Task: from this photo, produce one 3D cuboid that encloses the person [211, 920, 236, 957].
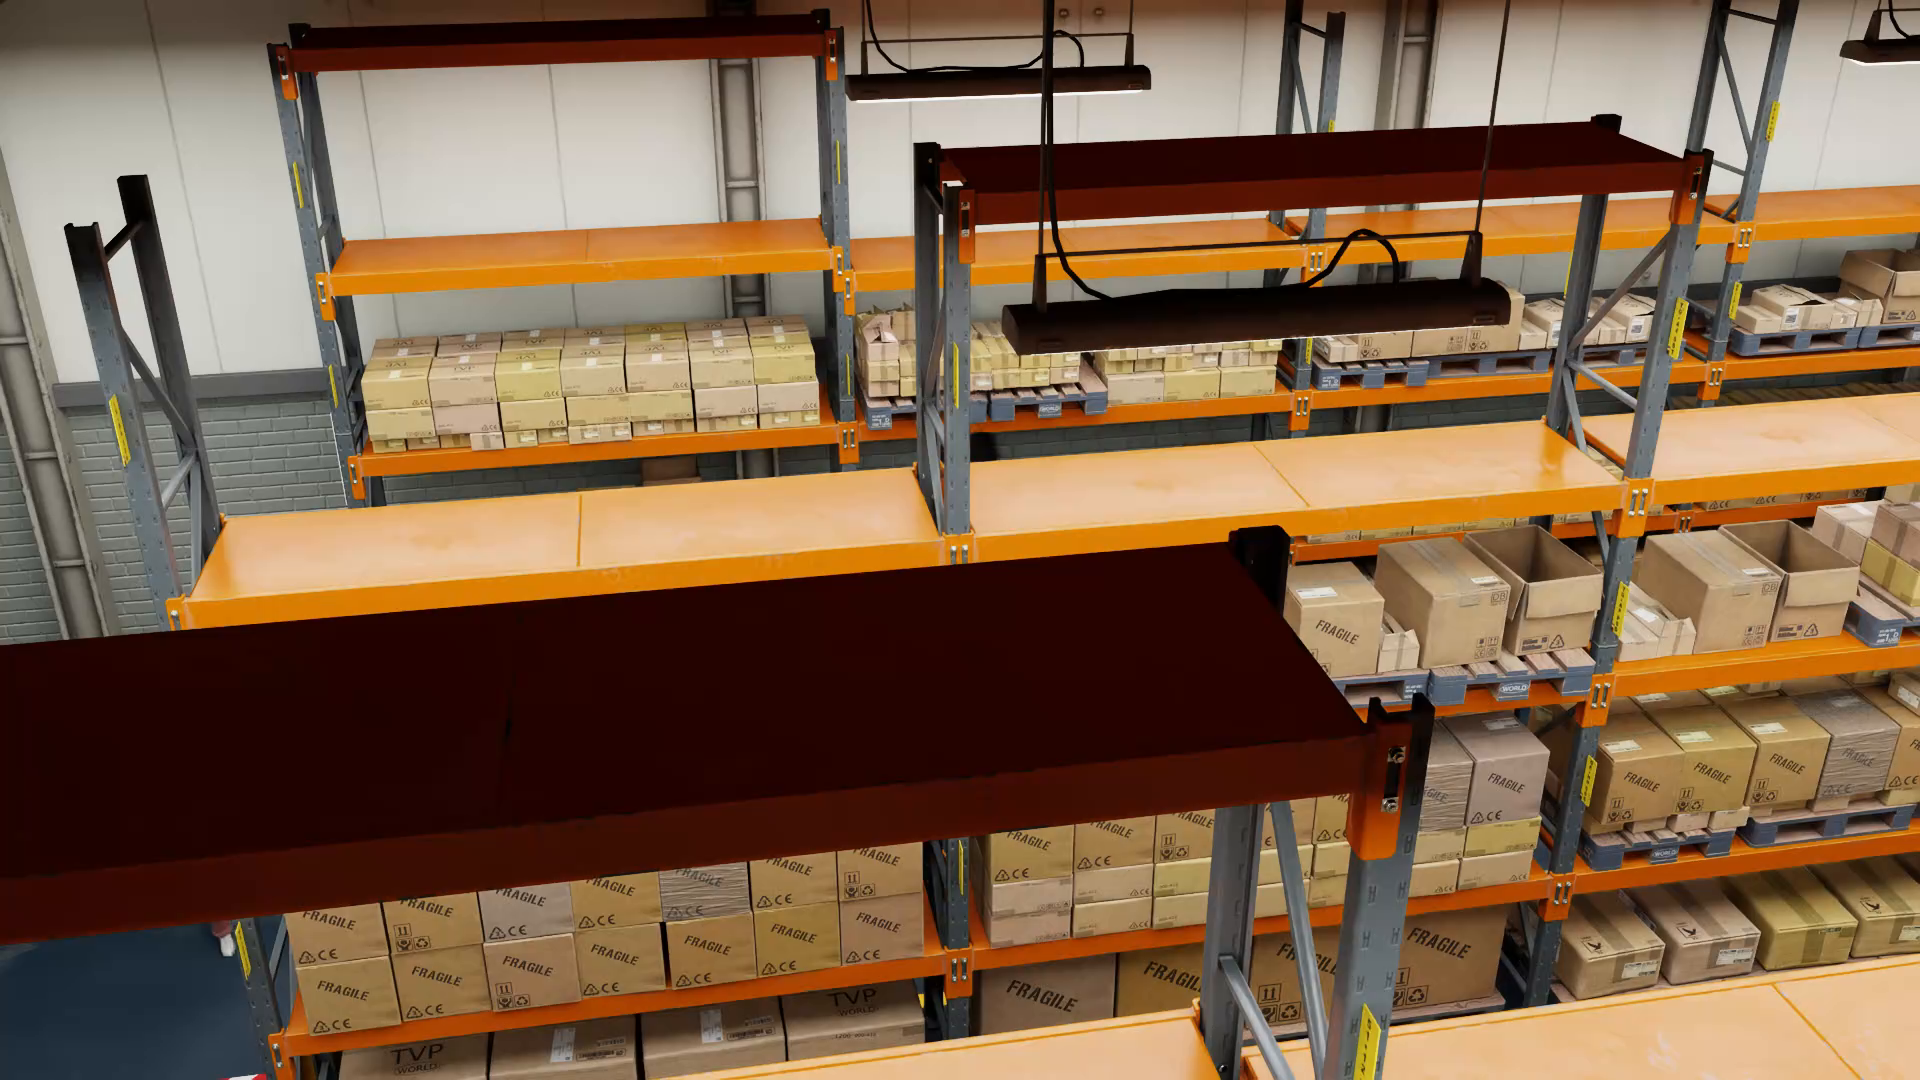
[{"bbox_3d":[-5.517,2.134,12.007,0.573,1.640,0.941,-8,27,-15],"label":"person"}]
